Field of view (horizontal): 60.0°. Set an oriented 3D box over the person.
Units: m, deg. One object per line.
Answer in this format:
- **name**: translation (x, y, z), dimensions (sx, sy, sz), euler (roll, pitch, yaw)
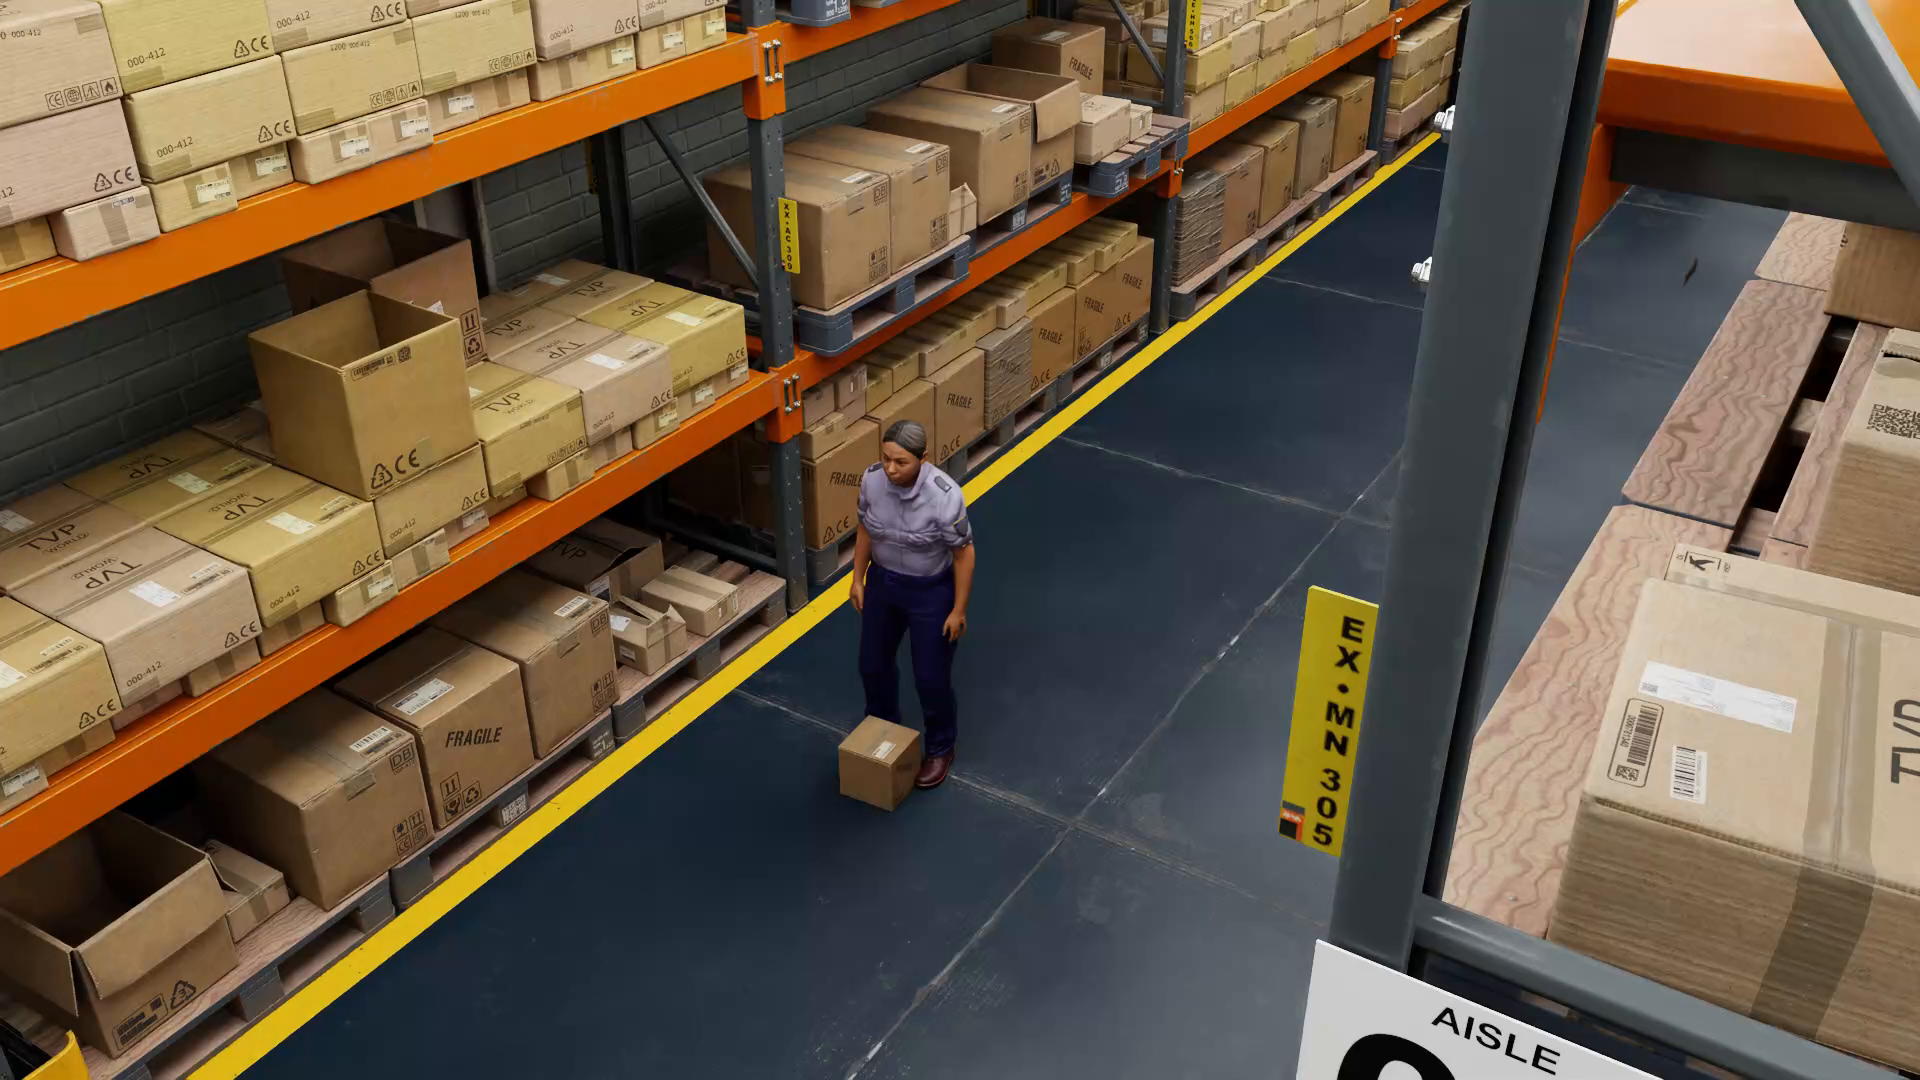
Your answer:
- **person**: translation (-0.207, 0.224, 6.760), dimensions (0.563, 1.653, 0.361), euler (16, 34, 25)
